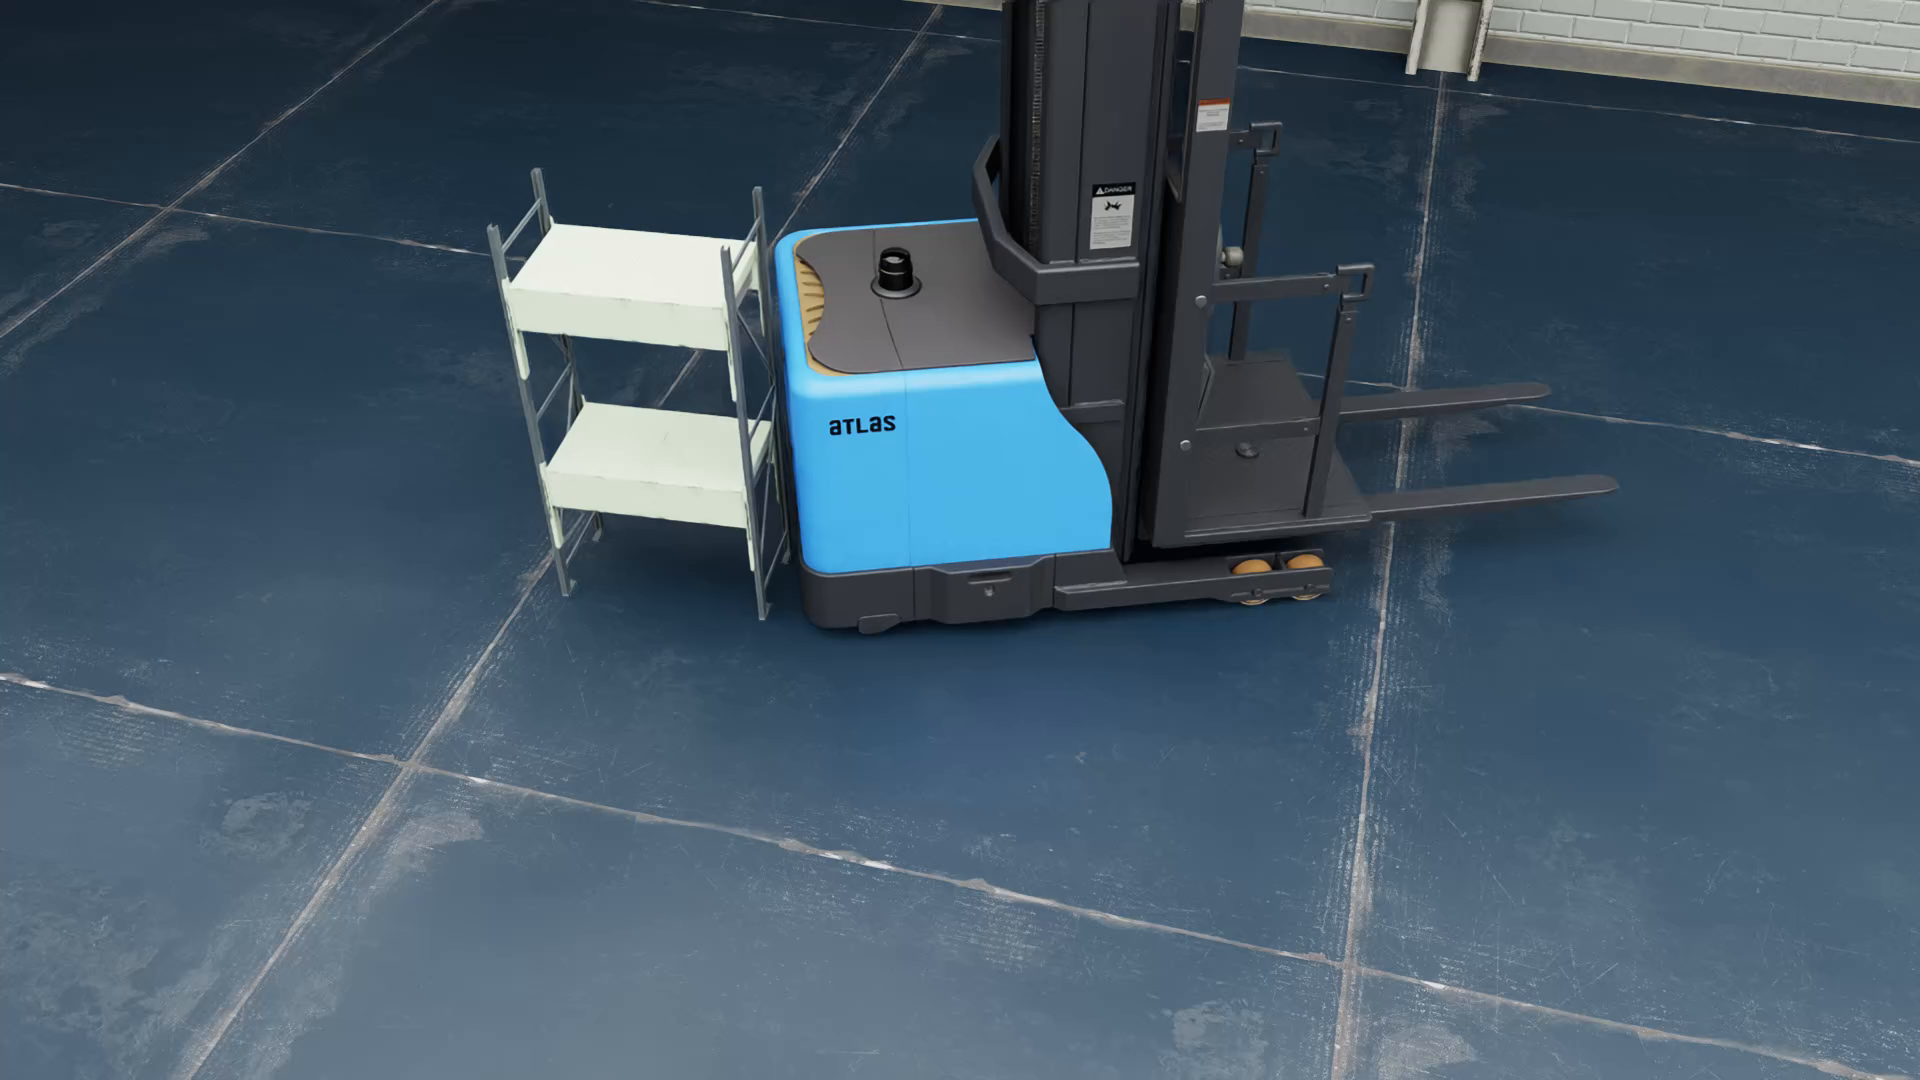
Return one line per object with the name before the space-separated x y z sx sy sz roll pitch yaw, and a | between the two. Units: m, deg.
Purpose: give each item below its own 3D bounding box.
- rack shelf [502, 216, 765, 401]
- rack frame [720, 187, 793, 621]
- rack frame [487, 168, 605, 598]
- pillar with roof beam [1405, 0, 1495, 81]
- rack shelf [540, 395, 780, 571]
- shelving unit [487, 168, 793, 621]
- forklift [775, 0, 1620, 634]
rack shelf | -1.030 -0.752 5.373 0.720 0.370 0.431 6 40 8
rack frame | -0.669 -0.413 5.575 0.023 1.500 0.400 6 40 8
rack frame | -1.390 -0.494 5.672 0.023 1.500 0.400 6 40 8
pillar with roof beam | 1.631 -3.467 3.381 0.400 9.000 9.100 10 41 11
rack shelf | -1.030 -0.204 5.833 0.720 0.370 0.431 6 40 8
shelving unit | -1.030 -0.454 5.624 0.755 1.500 0.431 6 40 8
forklift | 0.893 -1.222 5.426 3.031 2.935 1.130 -5 40 -6
